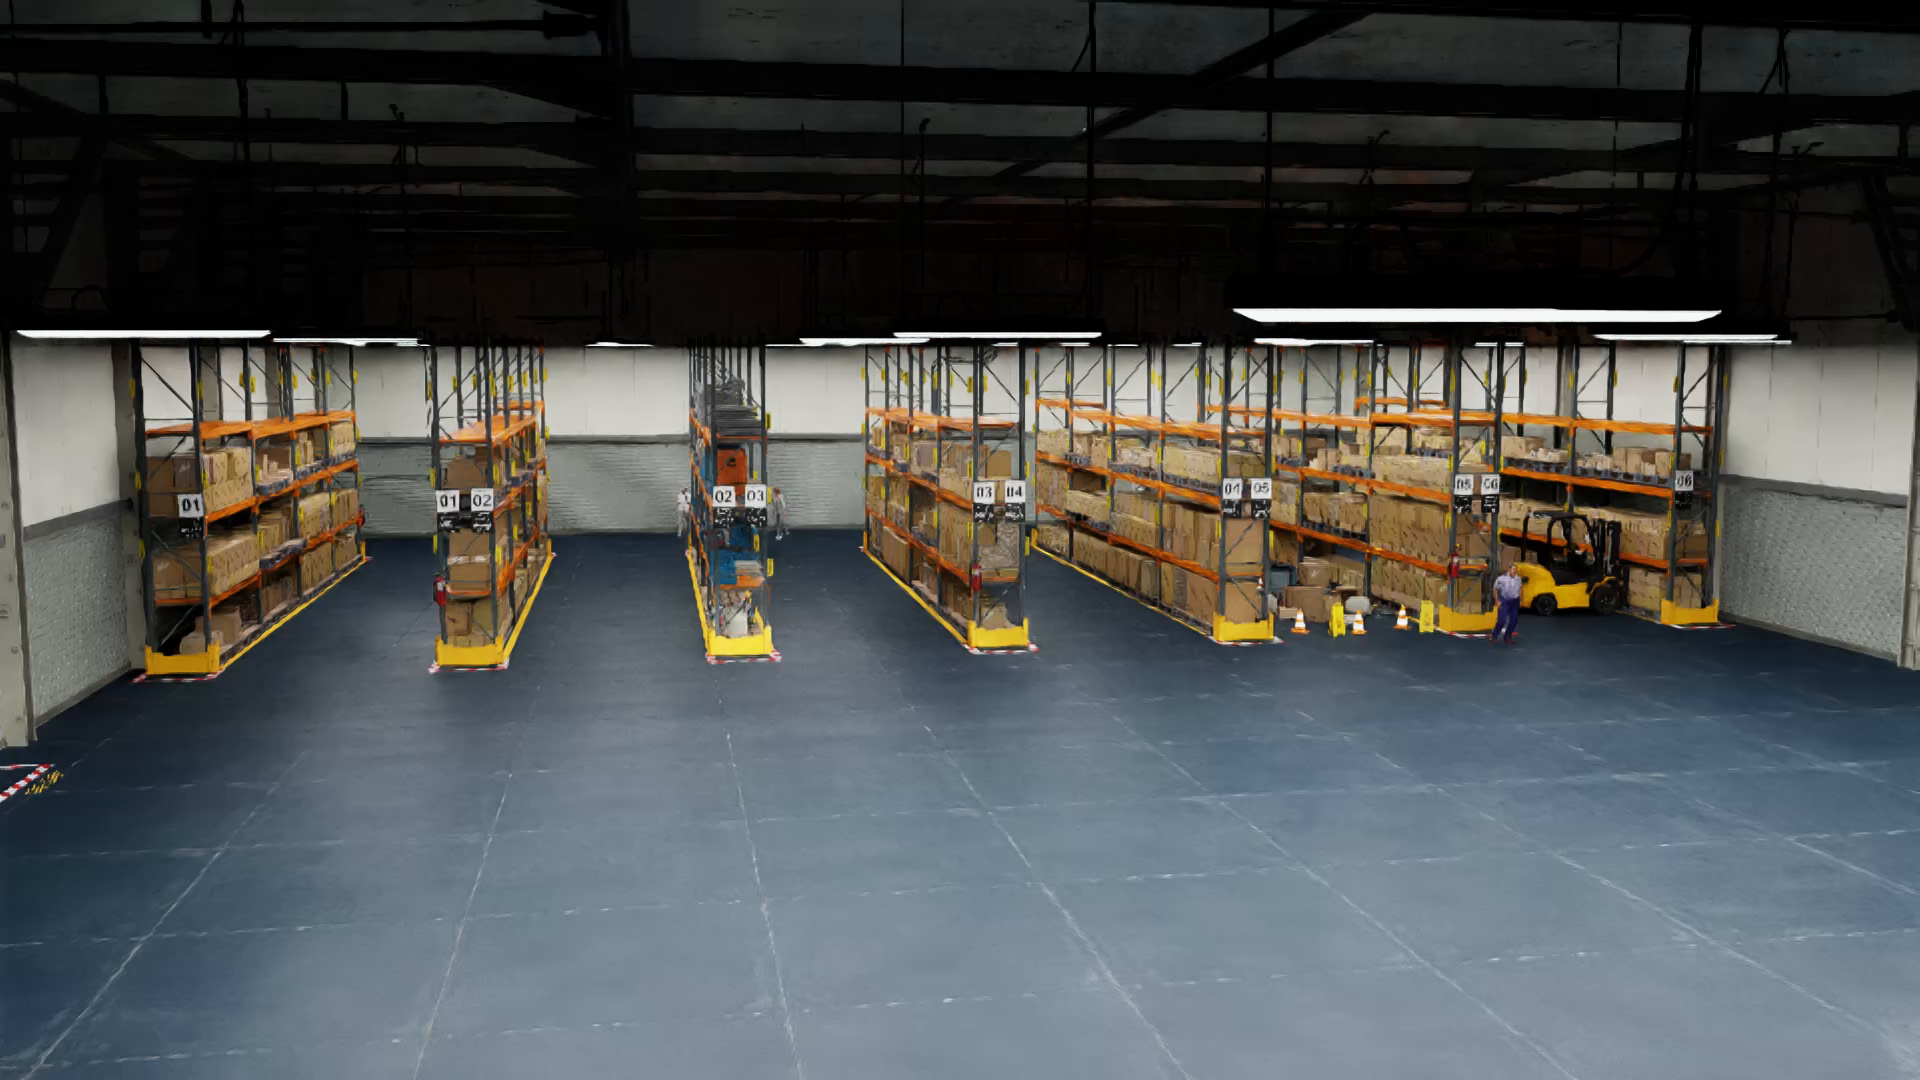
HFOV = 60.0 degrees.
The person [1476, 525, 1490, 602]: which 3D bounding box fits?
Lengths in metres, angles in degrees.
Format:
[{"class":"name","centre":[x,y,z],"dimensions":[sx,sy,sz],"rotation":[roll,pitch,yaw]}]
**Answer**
[{"class":"person","centre":[11.867,0.529,37.847],"dimensions":[0.499,1.712,0.578],"rotation":[2,7,19]}]

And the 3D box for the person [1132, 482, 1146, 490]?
[{"class":"person","centre":[5.819,-1.338,54.066],"dimensions":[0.560,1.765,0.589],"rotation":[5,8,37]}]

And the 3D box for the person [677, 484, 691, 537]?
[{"class":"person","centre":[-8.429,-0.925,50.876],"dimensions":[0.437,1.623,1.000],"rotation":[0,7,-2]}]

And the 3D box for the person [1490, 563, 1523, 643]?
[{"class":"person","centre":[10.678,1.228,32.438],"dimensions":[0.625,1.596,0.517],"rotation":[-1,7,-12]}]

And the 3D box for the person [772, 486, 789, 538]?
[{"class":"person","centre":[-5.461,-0.846,50.584],"dimensions":[0.474,1.571,0.500],"rotation":[3,7,27]}]
